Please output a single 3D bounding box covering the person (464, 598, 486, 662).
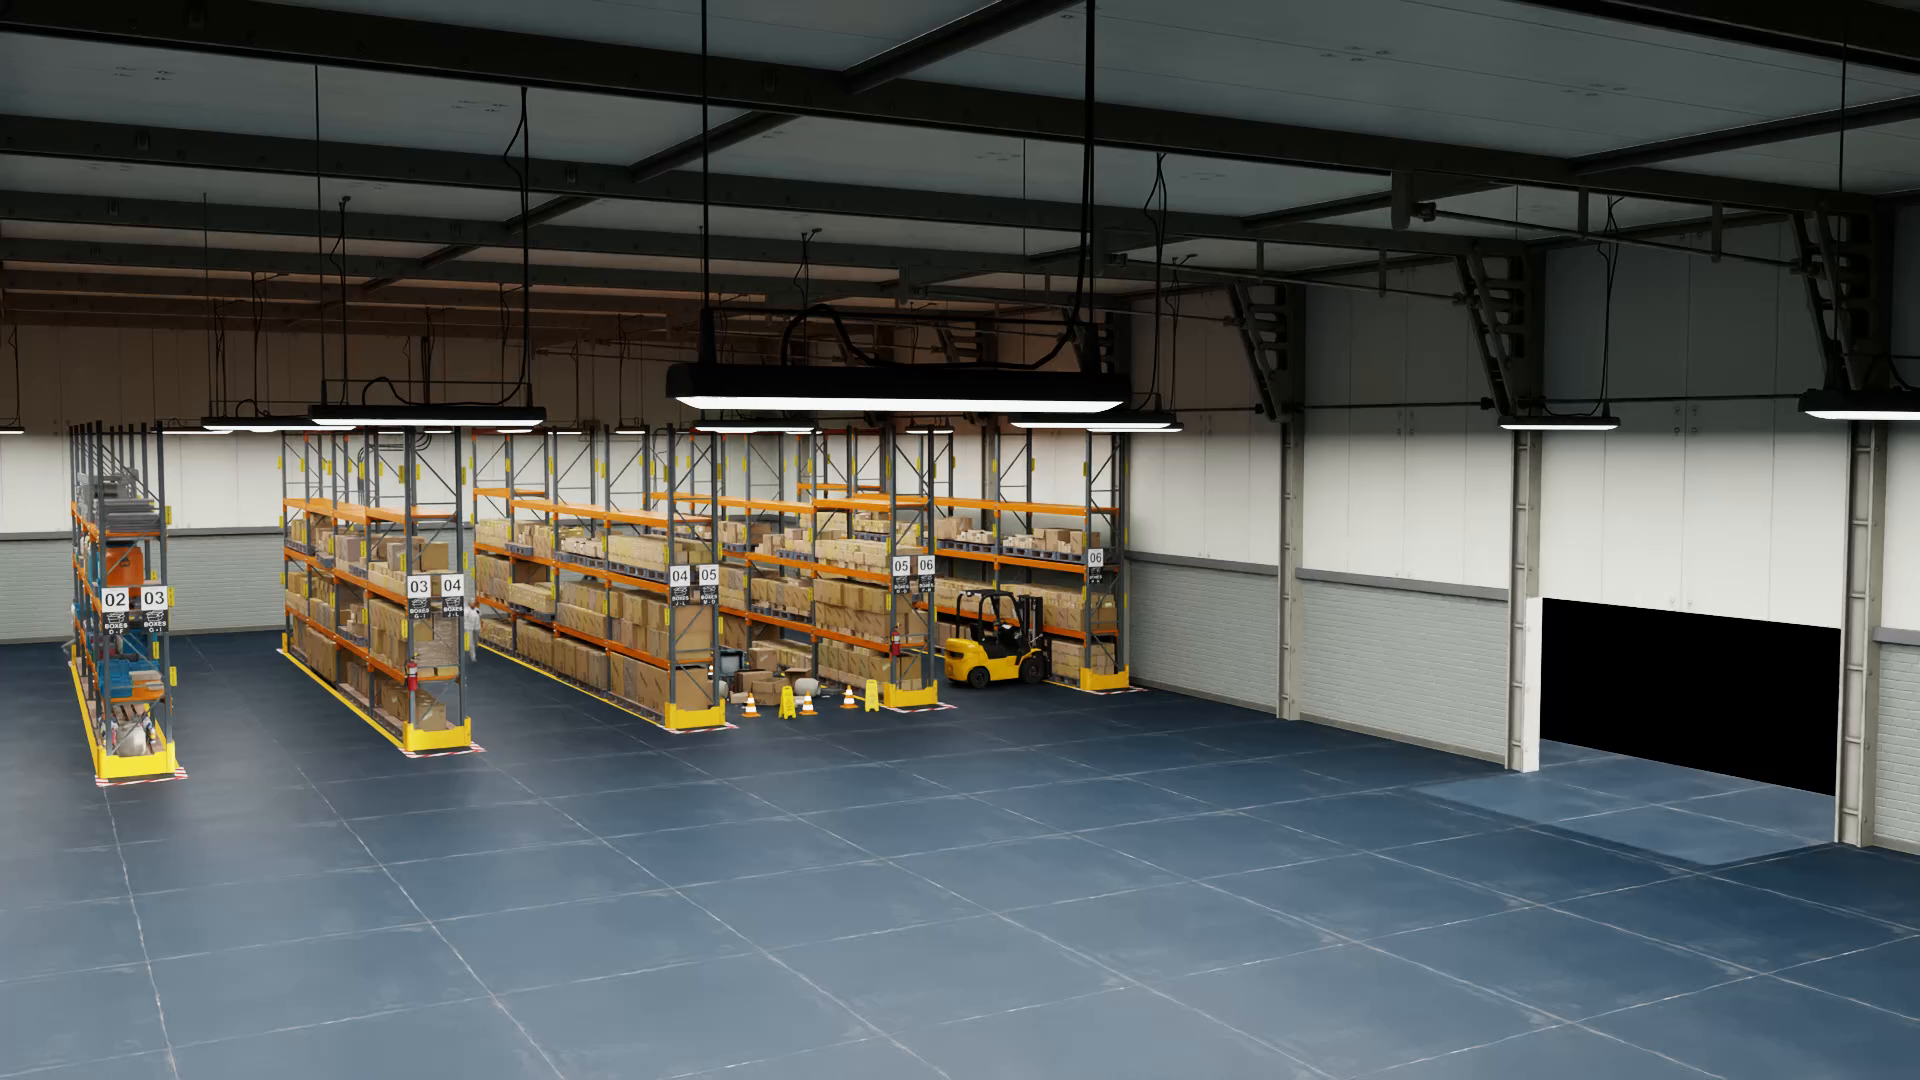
[{"bbox_3d":[-12.452,2.281,42.504,0.568,1.599,1.034,-2,4,-32],"label":"person"}]

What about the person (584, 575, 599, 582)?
[{"bbox_3d":[-11.364,1.683,51.317,0.552,1.709,0.556,2,4,23],"label":"person"}]

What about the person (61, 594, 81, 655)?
[{"bbox_3d":[-22.955,2.187,43.071,0.588,1.617,0.429,-2,4,-32],"label":"person"}]
